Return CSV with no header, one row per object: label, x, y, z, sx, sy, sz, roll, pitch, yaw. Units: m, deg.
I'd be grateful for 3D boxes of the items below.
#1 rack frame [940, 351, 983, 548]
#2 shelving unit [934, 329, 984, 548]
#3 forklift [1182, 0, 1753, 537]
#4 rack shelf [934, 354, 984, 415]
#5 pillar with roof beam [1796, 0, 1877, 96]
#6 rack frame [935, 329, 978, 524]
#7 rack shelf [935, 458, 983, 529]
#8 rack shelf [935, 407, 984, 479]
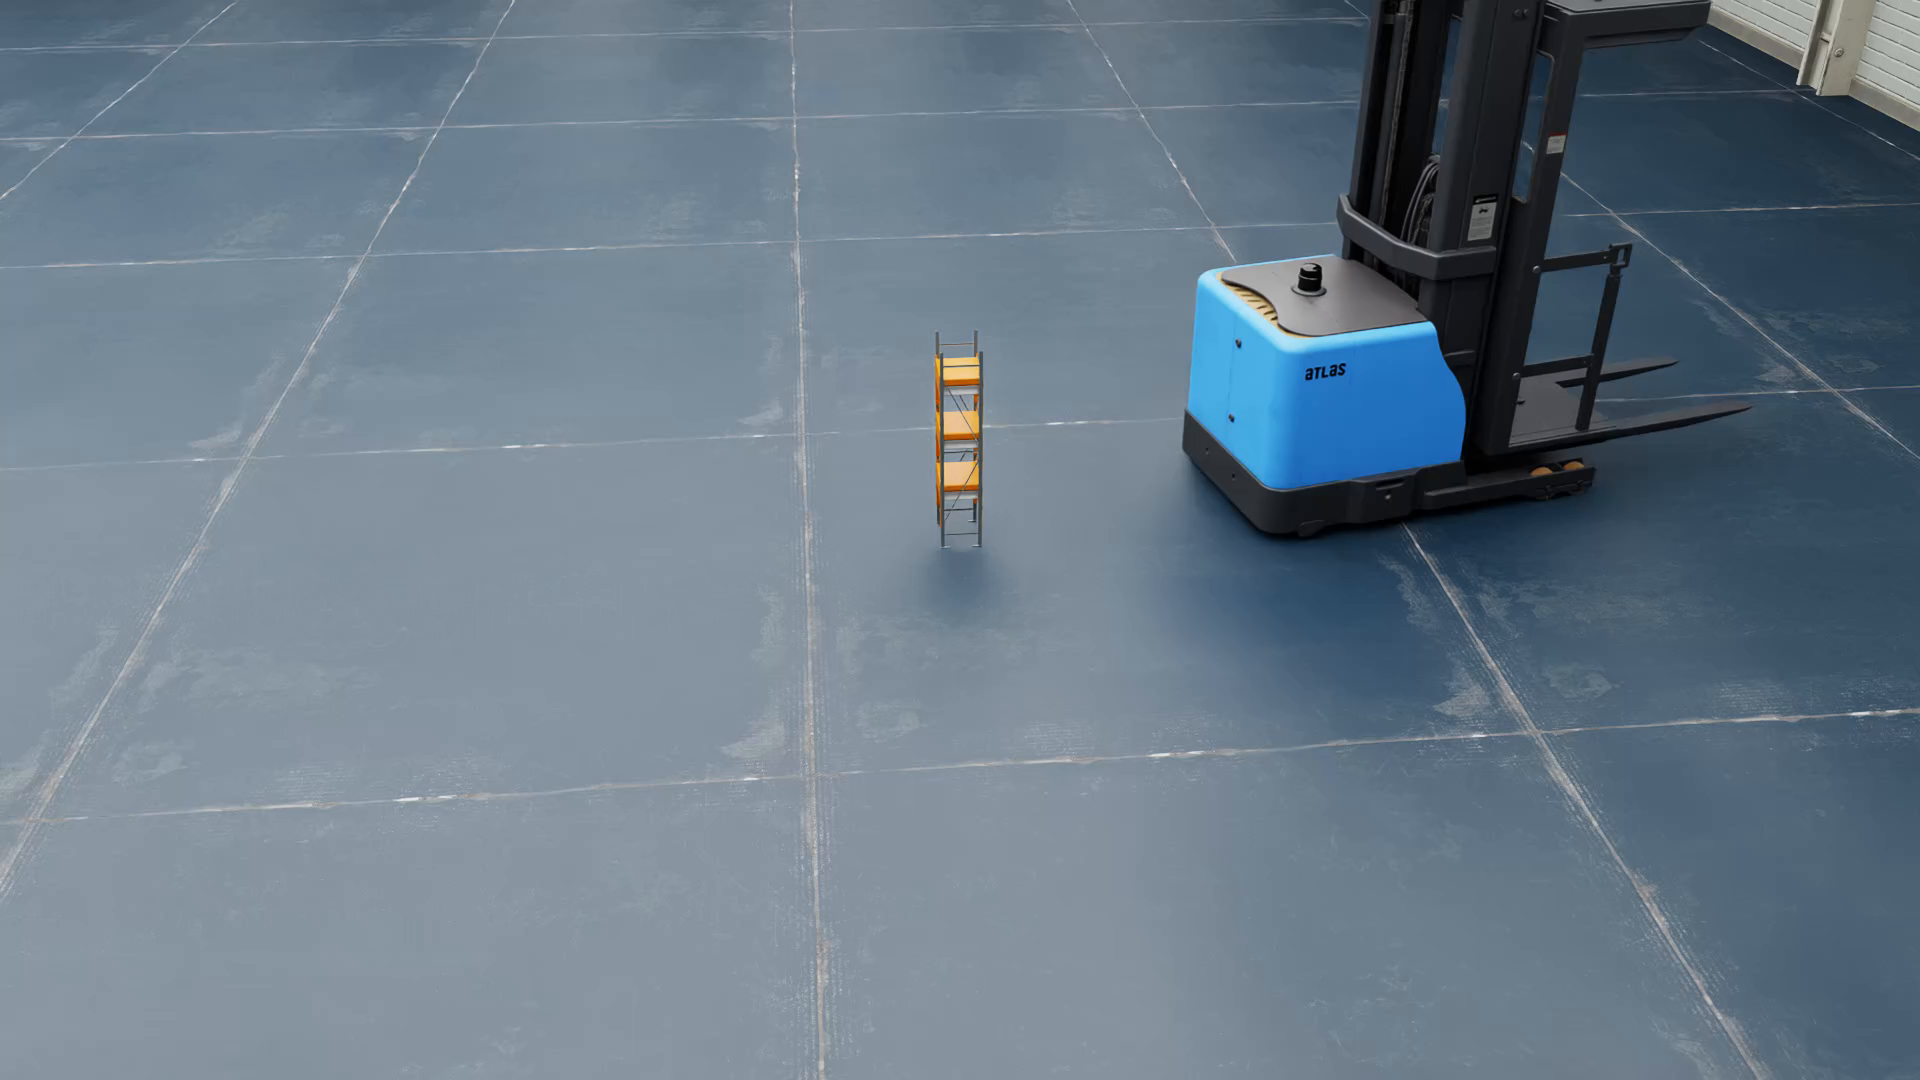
rack frame,0.006,-0.416,7.922,0.200,1.050,0.008,-3,31,-5
shelving unit,-0.005,-0.478,8.027,0.215,1.050,0.252,-3,31,-5
forklift,2.768,-1.712,8.258,3.031,2.935,1.130,-10,32,-16
rack shelf,-0.005,-0.713,7.886,0.215,0.259,0.240,-3,31,-5
pillar with roof beam,3.559,-7.755,12.458,9.100,9.000,0.400,-3,31,-5
rack frame,-0.016,-0.540,8.131,0.200,1.050,0.008,-3,31,-5
rack shelf,-0.005,-0.230,8.174,0.215,0.259,0.240,-3,31,-5
rack shelf,-0.005,-0.469,8.032,0.215,0.259,0.240,-3,31,-5
